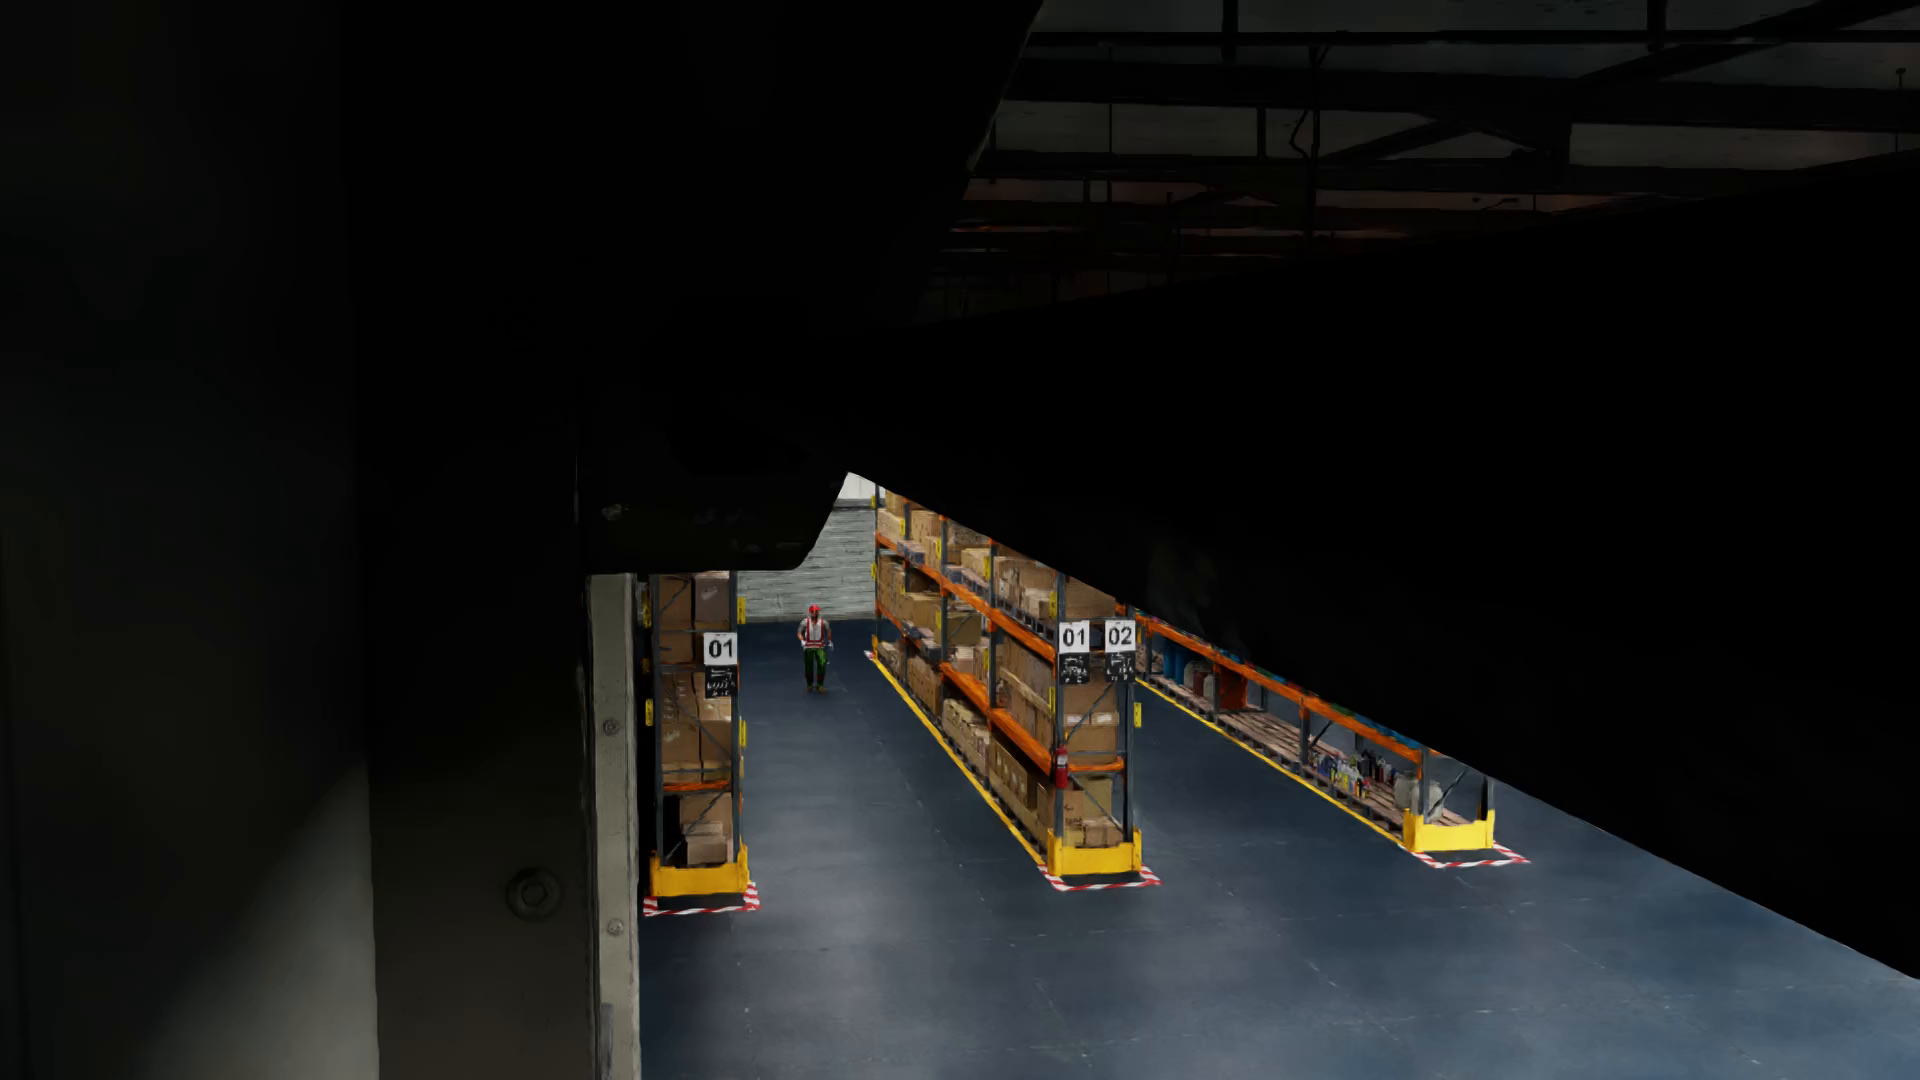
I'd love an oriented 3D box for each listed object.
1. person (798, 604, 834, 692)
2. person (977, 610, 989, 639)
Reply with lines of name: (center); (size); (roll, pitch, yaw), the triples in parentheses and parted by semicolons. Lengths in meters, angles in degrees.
person: (-2.834, 2.113, 32.687); (0.713, 1.749, 0.686); (-1, 6, -7)
person: (0.483, 1.866, 35.694); (0.639, 1.632, 0.512); (-1, 6, -13)
